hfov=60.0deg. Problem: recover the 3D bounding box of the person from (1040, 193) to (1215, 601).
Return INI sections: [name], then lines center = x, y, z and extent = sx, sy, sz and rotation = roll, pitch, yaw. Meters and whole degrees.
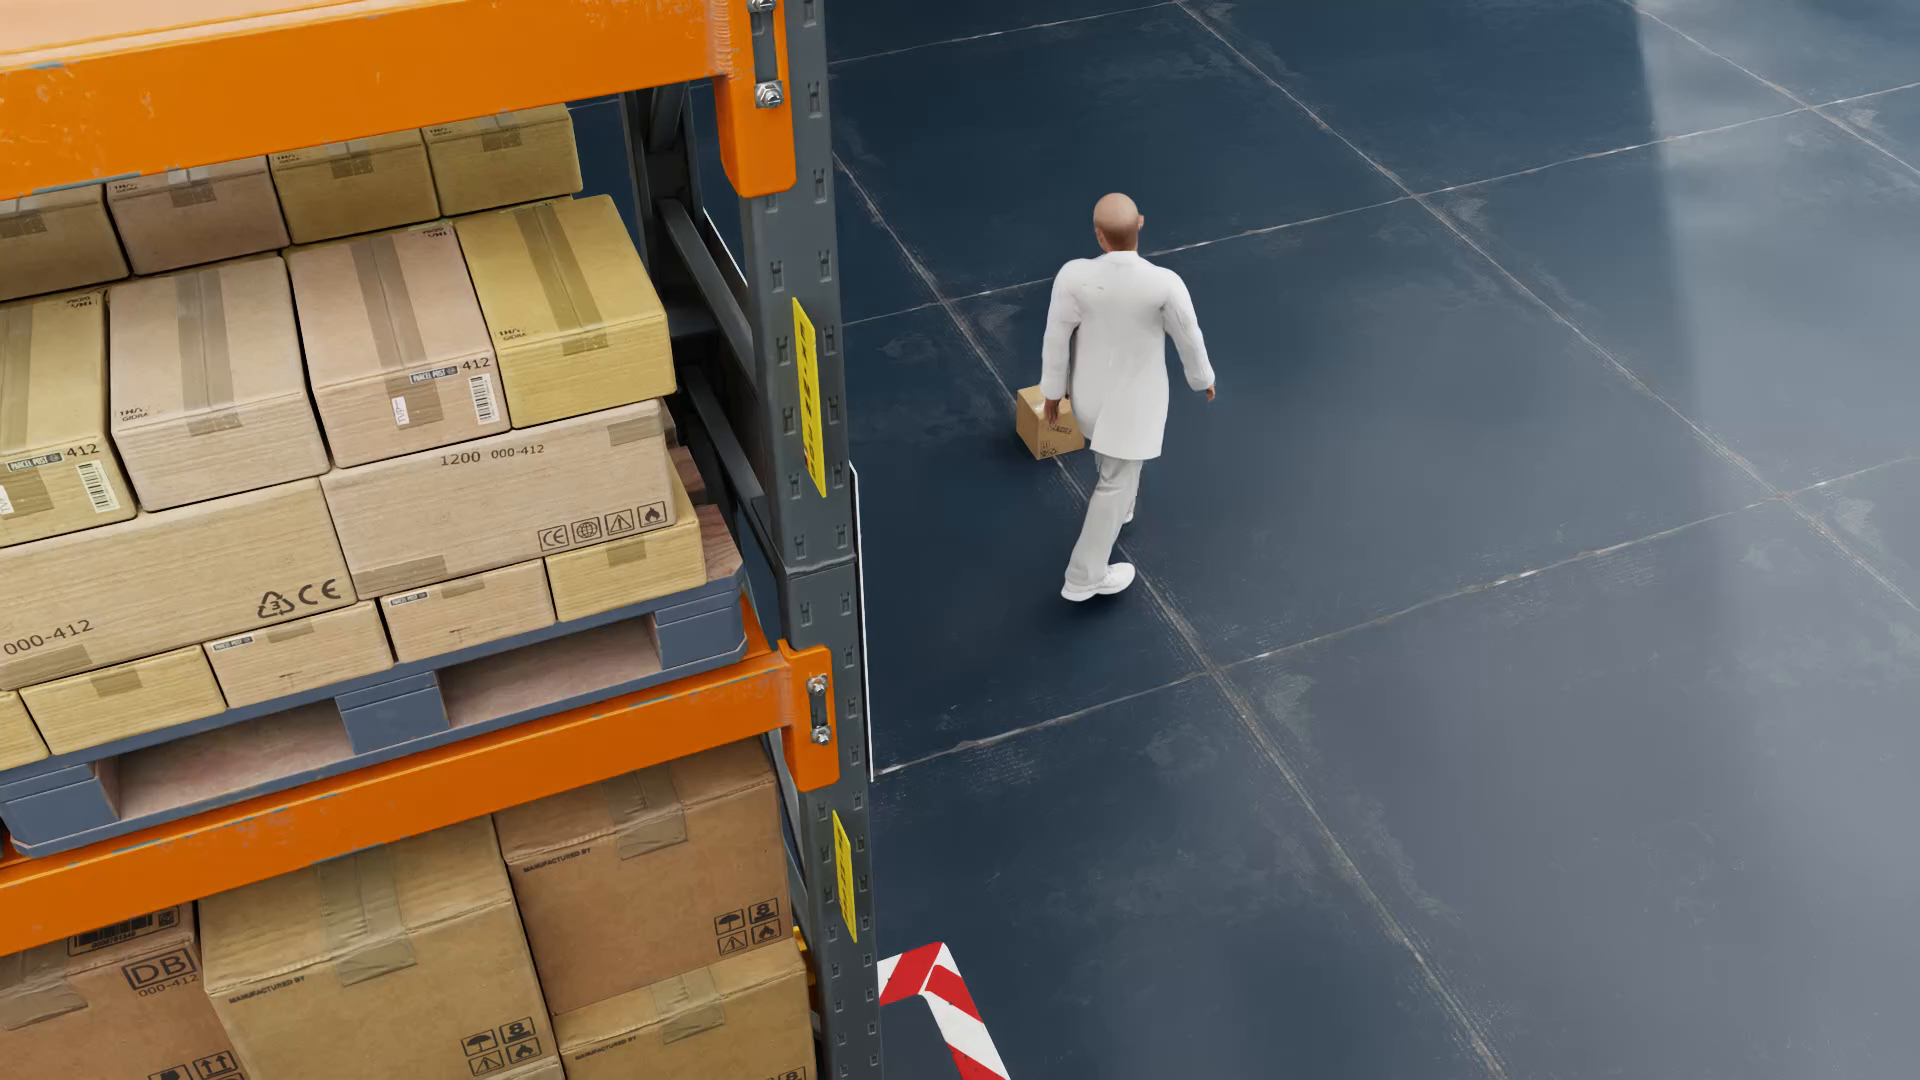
[person]
center = 0.694, -0.629, 6.888
extent = 0.650, 1.742, 1.002
rotation = 17, 44, 19
